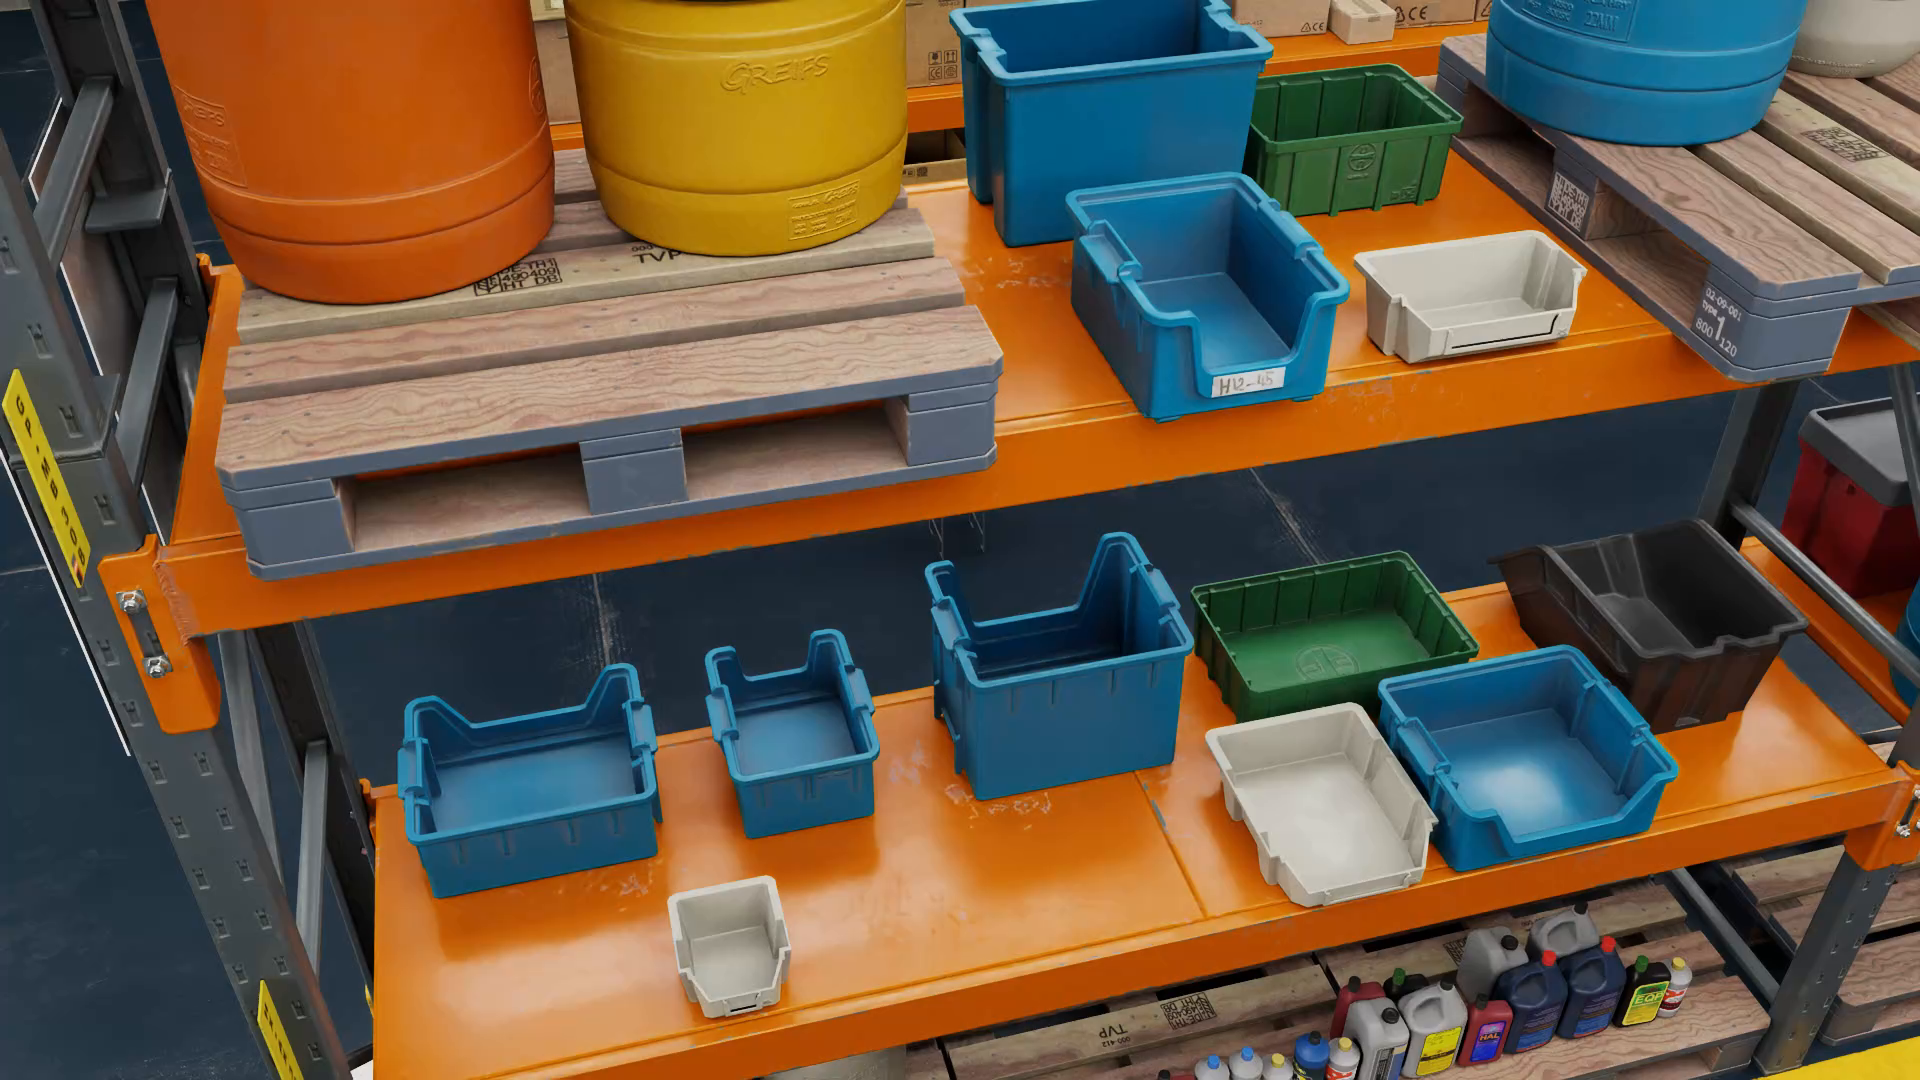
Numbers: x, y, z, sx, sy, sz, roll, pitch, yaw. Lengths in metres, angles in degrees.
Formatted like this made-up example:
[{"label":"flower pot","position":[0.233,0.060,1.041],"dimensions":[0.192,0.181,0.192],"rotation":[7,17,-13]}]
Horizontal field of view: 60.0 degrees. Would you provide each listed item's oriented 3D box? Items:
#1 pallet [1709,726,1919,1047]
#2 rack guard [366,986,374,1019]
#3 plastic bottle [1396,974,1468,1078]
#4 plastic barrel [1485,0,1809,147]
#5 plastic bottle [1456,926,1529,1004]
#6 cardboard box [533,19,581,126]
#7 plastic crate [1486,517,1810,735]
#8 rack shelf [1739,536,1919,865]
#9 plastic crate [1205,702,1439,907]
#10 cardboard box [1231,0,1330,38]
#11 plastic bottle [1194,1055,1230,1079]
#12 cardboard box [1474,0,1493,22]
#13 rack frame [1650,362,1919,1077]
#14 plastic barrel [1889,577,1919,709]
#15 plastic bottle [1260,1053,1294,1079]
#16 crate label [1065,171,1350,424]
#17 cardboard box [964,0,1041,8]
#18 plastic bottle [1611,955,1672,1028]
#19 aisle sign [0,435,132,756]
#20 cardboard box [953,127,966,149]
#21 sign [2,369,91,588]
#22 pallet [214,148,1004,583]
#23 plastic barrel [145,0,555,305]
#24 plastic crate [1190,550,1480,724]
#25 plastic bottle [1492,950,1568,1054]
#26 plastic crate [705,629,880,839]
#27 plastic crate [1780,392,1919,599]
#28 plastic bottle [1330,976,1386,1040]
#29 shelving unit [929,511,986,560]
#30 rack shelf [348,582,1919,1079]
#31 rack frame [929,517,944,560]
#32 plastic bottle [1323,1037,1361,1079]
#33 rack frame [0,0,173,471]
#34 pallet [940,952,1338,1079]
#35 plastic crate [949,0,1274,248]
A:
[{"label":"pallet","position":[3.146,1.113,5.621],"dimensions":[1.213,0.211,1.003],"rotation":[-9,38,-12]},{"label":"rack guard","position":[-1.402,1.739,4.565],"dimensions":[0.348,0.500,1.175],"rotation":[-9,38,-12]},{"label":"plastic bottle","position":[1.354,1.382,4.792],"dimensions":[0.185,0.351,0.144],"rotation":[-10,38,-12]},{"label":"plastic barrel","position":[1.409,-1.310,3.267],"dimensions":[0.708,0.901,0.600],"rotation":[-9,38,-12]},{"label":"plastic bottle","position":[1.603,1.278,4.990],"dimensions":[0.135,0.276,0.152],"rotation":[-9,38,-12]},{"label":"cardboard box","position":[-1.792,-2.312,7.721],"dimensions":[0.500,0.500,0.700],"rotation":[-8,38,-11]},{"label":"plastic crate","position":[1.860,0.185,4.590],"dimensions":[0.504,0.338,0.767],"rotation":[-9,38,-12]},{"label":"rack shelf","position":[4.329,0.121,5.215],"dimensions":[4.000,0.370,1.077],"rotation":[-9,38,-12]},{"label":"plastic crate","position":[0.896,0.663,4.132],"dimensions":[0.437,0.136,0.530],"rotation":[-9,38,-12]},{"label":"cardboard box","position":[1.574,-2.798,8.562],"dimensions":[0.500,0.250,0.500],"rotation":[-7,38,-9]},{"label":"plastic bottle","position":[0.699,1.536,4.656],"dimensions":[0.097,0.271,0.097],"rotation":[0,37,0]},{"label":"cardboard box","position":[2.848,-3.068,8.710],"dimensions":[0.500,0.500,0.500],"rotation":[-9,38,-12]},{"label":"rack frame","position":[2.398,0.152,4.582],"dimensions":[0.127,3.000,1.000],"rotation":[-9,38,-12]},{"label":"plastic barrel","position":[2.850,0.070,4.277],"dimensions":[0.708,0.901,0.600],"rotation":[-9,38,-12]},{"label":"plastic bottle","position":[0.891,1.533,4.719],"dimensions":[0.097,0.201,0.097],"rotation":[0,37,0]},{"label":"crate label","position":[0.430,-0.449,3.022],"dimensions":[0.408,0.251,0.502],"rotation":[-9,38,-12]},{"label":"cardboard box","position":[0.176,-2.632,8.140],"dimensions":[0.500,0.500,0.700],"rotation":[-10,38,-12]},{"label":"plastic bottle","position":[2.020,1.326,4.921],"dimensions":[0.133,0.283,0.061],"rotation":[-7,38,-10]},{"label":"aisle sign","position":[-1.457,-0.063,2.724],"dimensions":[0.004,0.787,0.394],"rotation":[-9,38,-12]},{"label":"cardboard box","position":[0.234,-1.852,8.503],"dimensions":[0.500,0.500,0.500],"rotation":[-9,38,-12]},{"label":"sign","position":[-1.324,-0.085,2.417],"dimensions":[0.005,0.325,0.100],"rotation":[-9,38,-12]},{"label":"pallet","position":[-0.639,-0.404,2.996],"dimensions":[1.213,0.211,1.003],"rotation":[-9,38,-12]},{"label":"plastic barrel","position":[-1.028,-0.894,2.782],"dimensions":[0.708,0.830,0.600],"rotation":[-9,38,-12]},{"label":"plastic crate","position":[1.014,0.286,4.582],"dimensions":[0.662,0.188,0.450],"rotation":[-9,38,-12]},{"label":"plastic bottle","position":[1.666,1.331,4.859],"dimensions":[0.185,0.351,0.144],"rotation":[-11,39,-14]},{"label":"plastic crate","position":[-0.430,0.491,4.262],"dimensions":[0.408,0.251,0.499],"rotation":[-9,38,-12]},{"label":"plastic crate","position":[2.786,-0.129,4.897],"dimensions":[0.583,0.464,0.402],"rotation":[-9,38,-12]},{"label":"plastic bottle","position":[1.168,1.370,4.863],"dimensions":[0.133,0.283,0.061],"rotation":[-9,38,-12]},{"label":"shelving unit","position":[-0.014,-0.474,6.882],"dimensions":[0.189,1.200,0.258],"rotation":[-9,38,-12]},{"label":"rack shelf","position":[0.467,0.755,4.386],"dimensions":[4.000,0.370,1.077],"rotation":[-9,38,-12]},{"label":"rack frame","position":[-0.102,-0.460,6.864],"dimensions":[0.006,1.200,0.240],"rotation":[-9,38,-12]},{"label":"plastic bottle","position":[1.090,1.500,4.761],"dimensions":[0.097,0.201,0.097],"rotation":[0,37,0]},{"label":"rack frame","position":[-1.464,-1.597,1.931],"dimensions":[0.127,3.000,1.000],"rotation":[-9,38,-12]},{"label":"pallet","position":[0.559,1.537,5.067],"dimensions":[1.213,0.211,1.003],"rotation":[-9,38,-12]},{"label":"plastic crate","position":[0.299,-0.878,3.473],"dimensions":[0.575,0.384,0.392],"rotation":[-9,38,-12]}]
